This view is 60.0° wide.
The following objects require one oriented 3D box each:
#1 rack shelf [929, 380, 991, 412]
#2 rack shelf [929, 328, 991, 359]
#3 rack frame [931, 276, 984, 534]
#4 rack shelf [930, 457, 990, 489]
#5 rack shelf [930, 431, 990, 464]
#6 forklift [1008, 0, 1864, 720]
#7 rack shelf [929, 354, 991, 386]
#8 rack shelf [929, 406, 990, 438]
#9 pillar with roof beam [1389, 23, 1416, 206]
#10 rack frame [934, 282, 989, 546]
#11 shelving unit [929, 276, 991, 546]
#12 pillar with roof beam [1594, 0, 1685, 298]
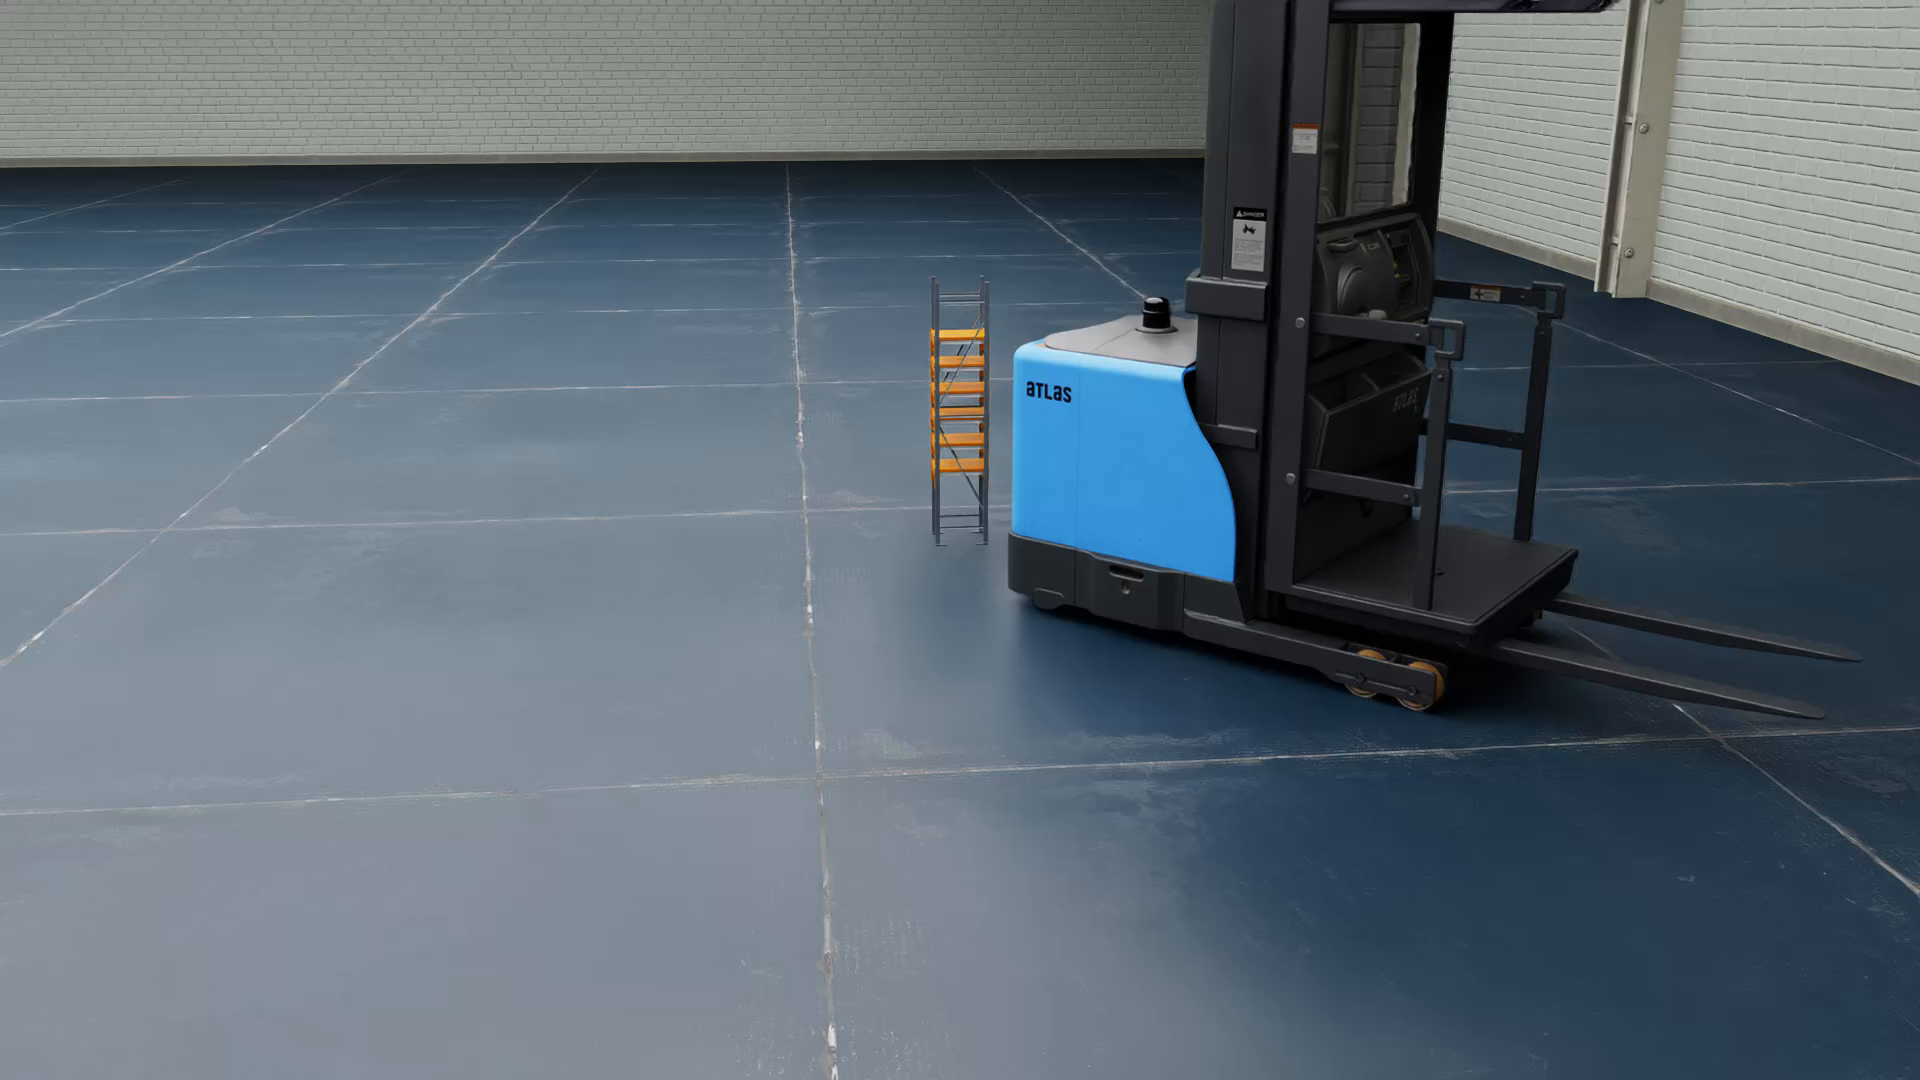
[{"bbox_3d":[-0.001,-0.649,7.488,0.258,0.103,0.180,-2,18,-6],"label":"rack shelf"},{"bbox_3d":[-0.002,-0.878,7.417,0.258,0.103,0.180,-2,18,-6],"label":"rack shelf"},{"bbox_3d":[-0.011,-0.604,7.598,0.240,1.200,0.006,-2,18,-6],"label":"rack frame"},{"bbox_3d":[-0.001,-0.305,7.596,0.258,0.103,0.180,-2,18,-6],"label":"rack shelf"},{"bbox_3d":[-0.001,-0.420,7.560,0.258,0.103,0.180,-2,18,-6],"label":"rack shelf"},{"bbox_3d":[1.677,-0.985,5.920,3.031,2.935,1.130,13,22,35],"label":"forklift"},{"bbox_3d":[-0.002,-0.763,7.453,0.258,0.103,0.180,-2,18,-6],"label":"rack shelf"},{"bbox_3d":[-0.001,-0.534,7.524,0.258,0.103,0.180,-2,18,-6],"label":"rack shelf"},{"bbox_3d":[0.870,-8.097,18.445,9.100,9.000,0.400,-2,18,-6],"label":"pillar with roof beam"},{"bbox_3d":[0.008,-0.550,7.424,0.240,1.200,0.006,-2,18,-6],"label":"rack frame"},{"bbox_3d":[-0.001,-0.577,7.511,0.258,1.200,0.189,-2,18,-6],"label":"shelving unit"},{"bbox_3d":[1.489,-6.310,12.751,9.100,9.000,0.400,-2,18,-6],"label":"pillar with roof beam"}]
